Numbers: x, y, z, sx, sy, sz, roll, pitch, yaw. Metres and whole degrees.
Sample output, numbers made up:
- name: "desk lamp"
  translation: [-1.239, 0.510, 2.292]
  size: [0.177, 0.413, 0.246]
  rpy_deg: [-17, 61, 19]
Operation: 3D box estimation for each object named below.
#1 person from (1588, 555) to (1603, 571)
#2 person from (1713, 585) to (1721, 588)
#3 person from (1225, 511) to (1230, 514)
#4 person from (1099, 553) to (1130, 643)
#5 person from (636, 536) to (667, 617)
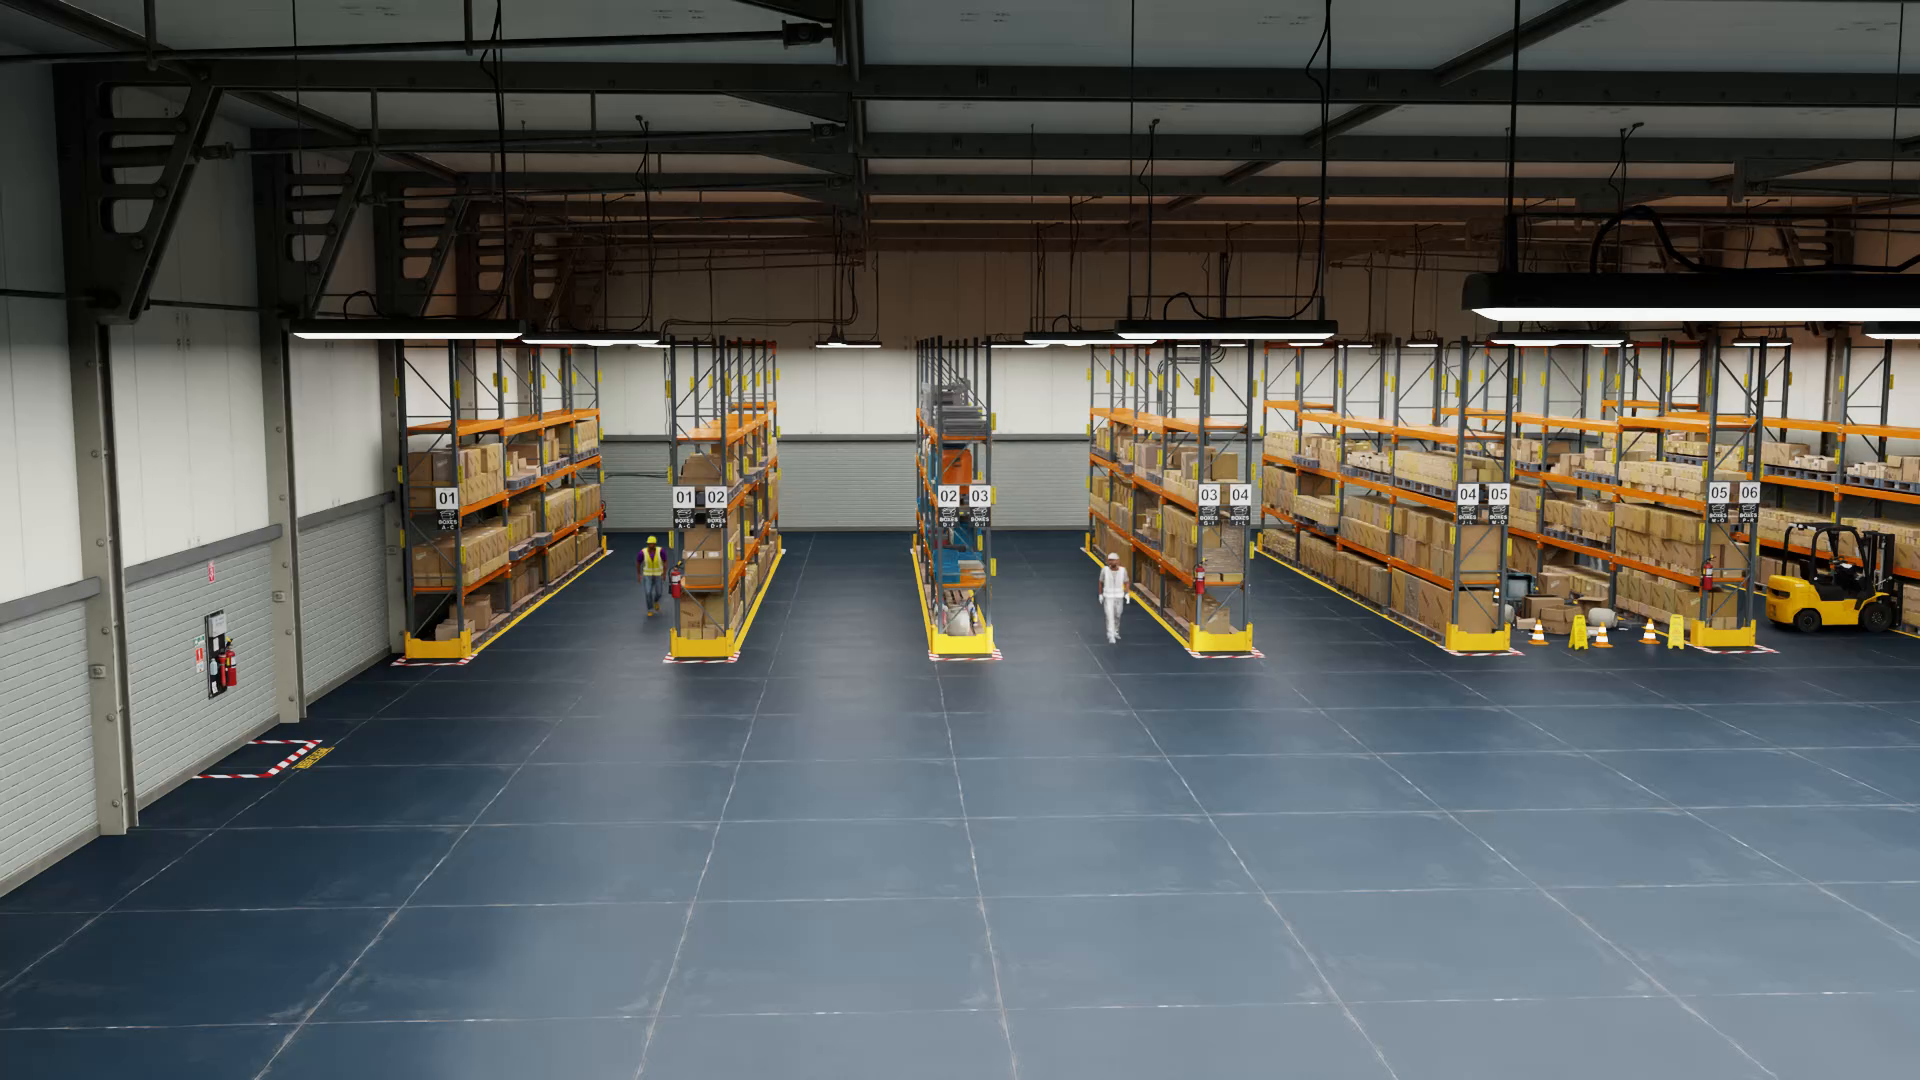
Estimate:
- name: "person"
  translation: [15.982, 0.189, 41.825]
  size: [0.462, 1.596, 0.480]
  rpy_deg: [0, 7, -4]
- name: "person"
  translation: [17.152, 0.621, 37.910]
  size: [0.448, 1.726, 0.595]
  rpy_deg: [-1, 7, -9]
- name: "person"
  translation: [7.604, -0.491, 46.946]
  size: [0.659, 1.717, 1.115]
  rpy_deg: [0, 6, 2]
- name: "person"
  translation: [3.043, 1.129, 32.604]
  size: [0.574, 1.745, 0.978]
  rpy_deg: [0, 6, -2]
- name: "person"
  translation: [-6.694, 0.765, 36.133]
  size: [0.659, 1.744, 0.657]
  rpy_deg: [-2, 7, -13]
